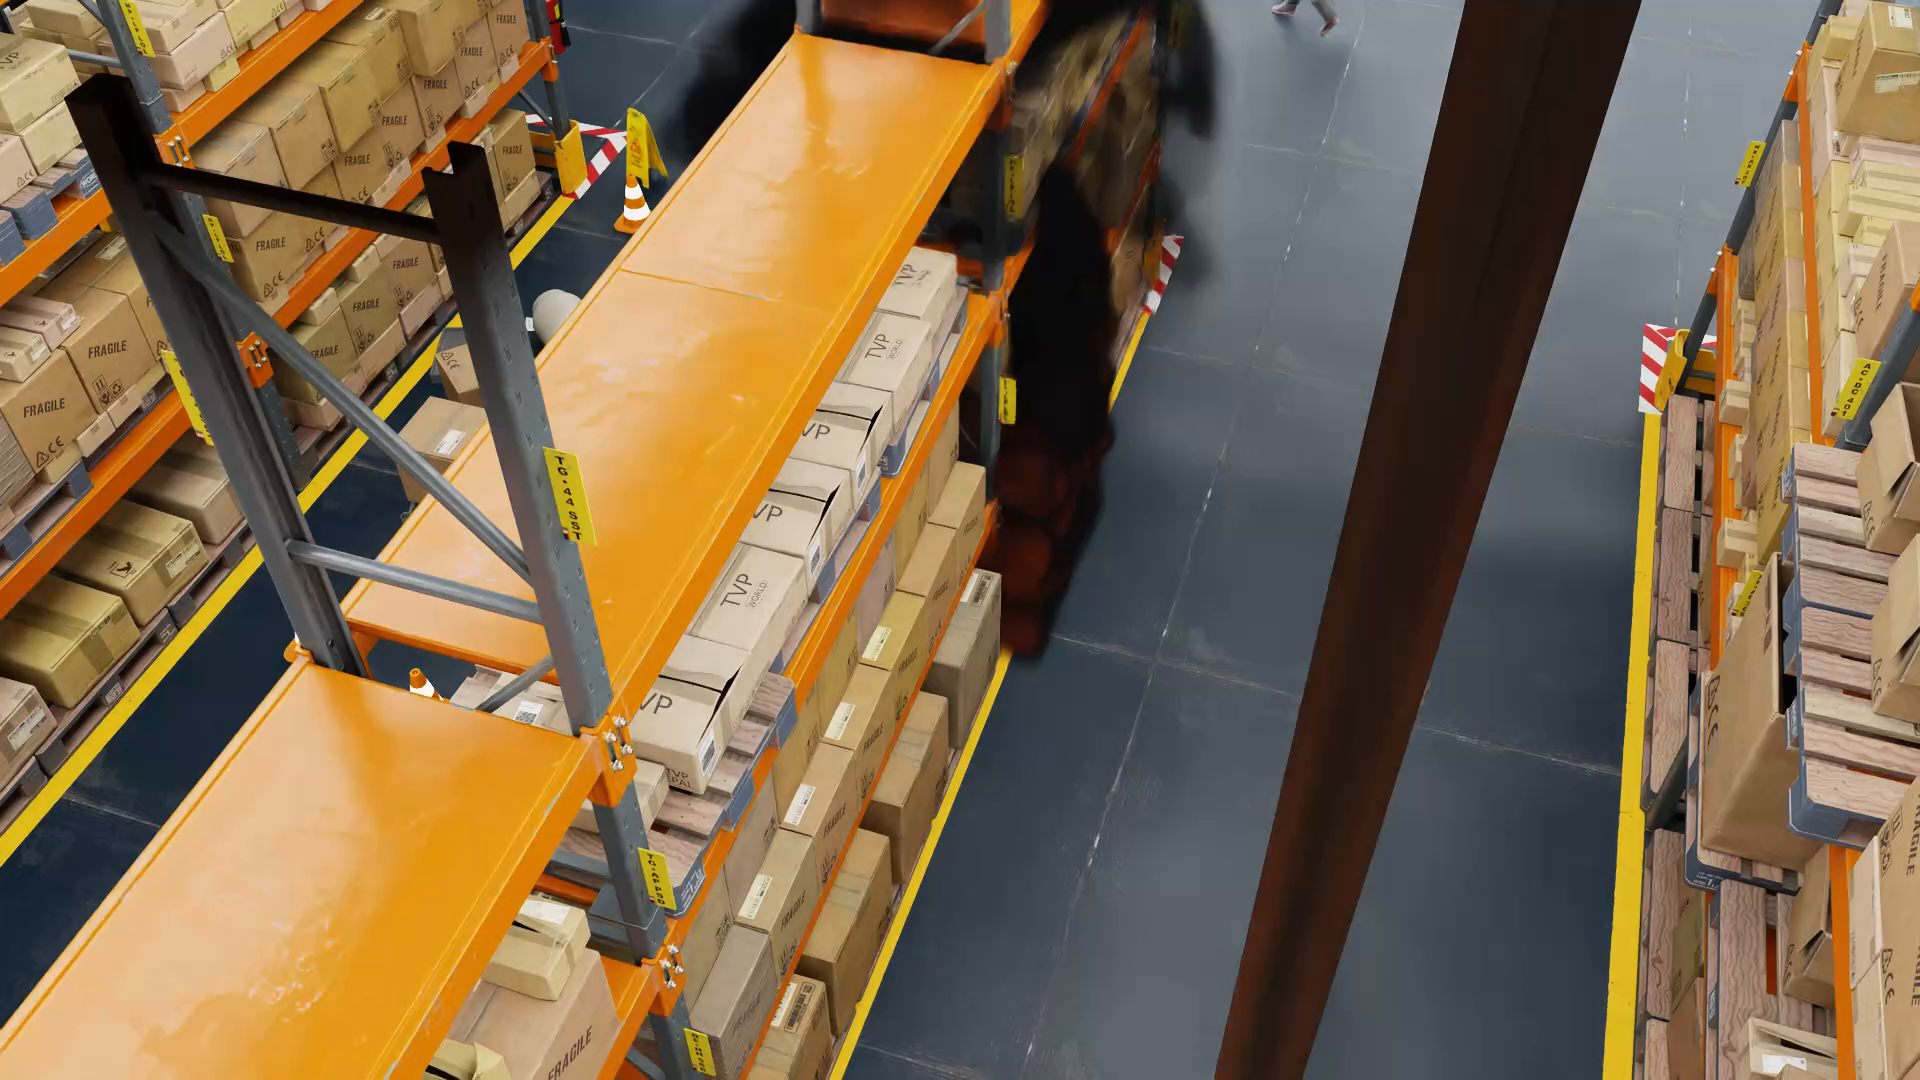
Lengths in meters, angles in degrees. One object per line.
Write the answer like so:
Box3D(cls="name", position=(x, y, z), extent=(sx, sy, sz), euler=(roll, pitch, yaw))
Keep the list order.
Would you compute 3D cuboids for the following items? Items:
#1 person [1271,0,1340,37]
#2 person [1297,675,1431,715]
Box3D(cls="person", position=(3.310, -5.453, 15.322), extent=(0.600, 1.655, 0.971), euler=(-19, 49, -18))
Box3D(cls="person", position=(2.013, 0.948, 8.554), extent=(0.659, 1.867, 0.720), euler=(6, 46, 6))
